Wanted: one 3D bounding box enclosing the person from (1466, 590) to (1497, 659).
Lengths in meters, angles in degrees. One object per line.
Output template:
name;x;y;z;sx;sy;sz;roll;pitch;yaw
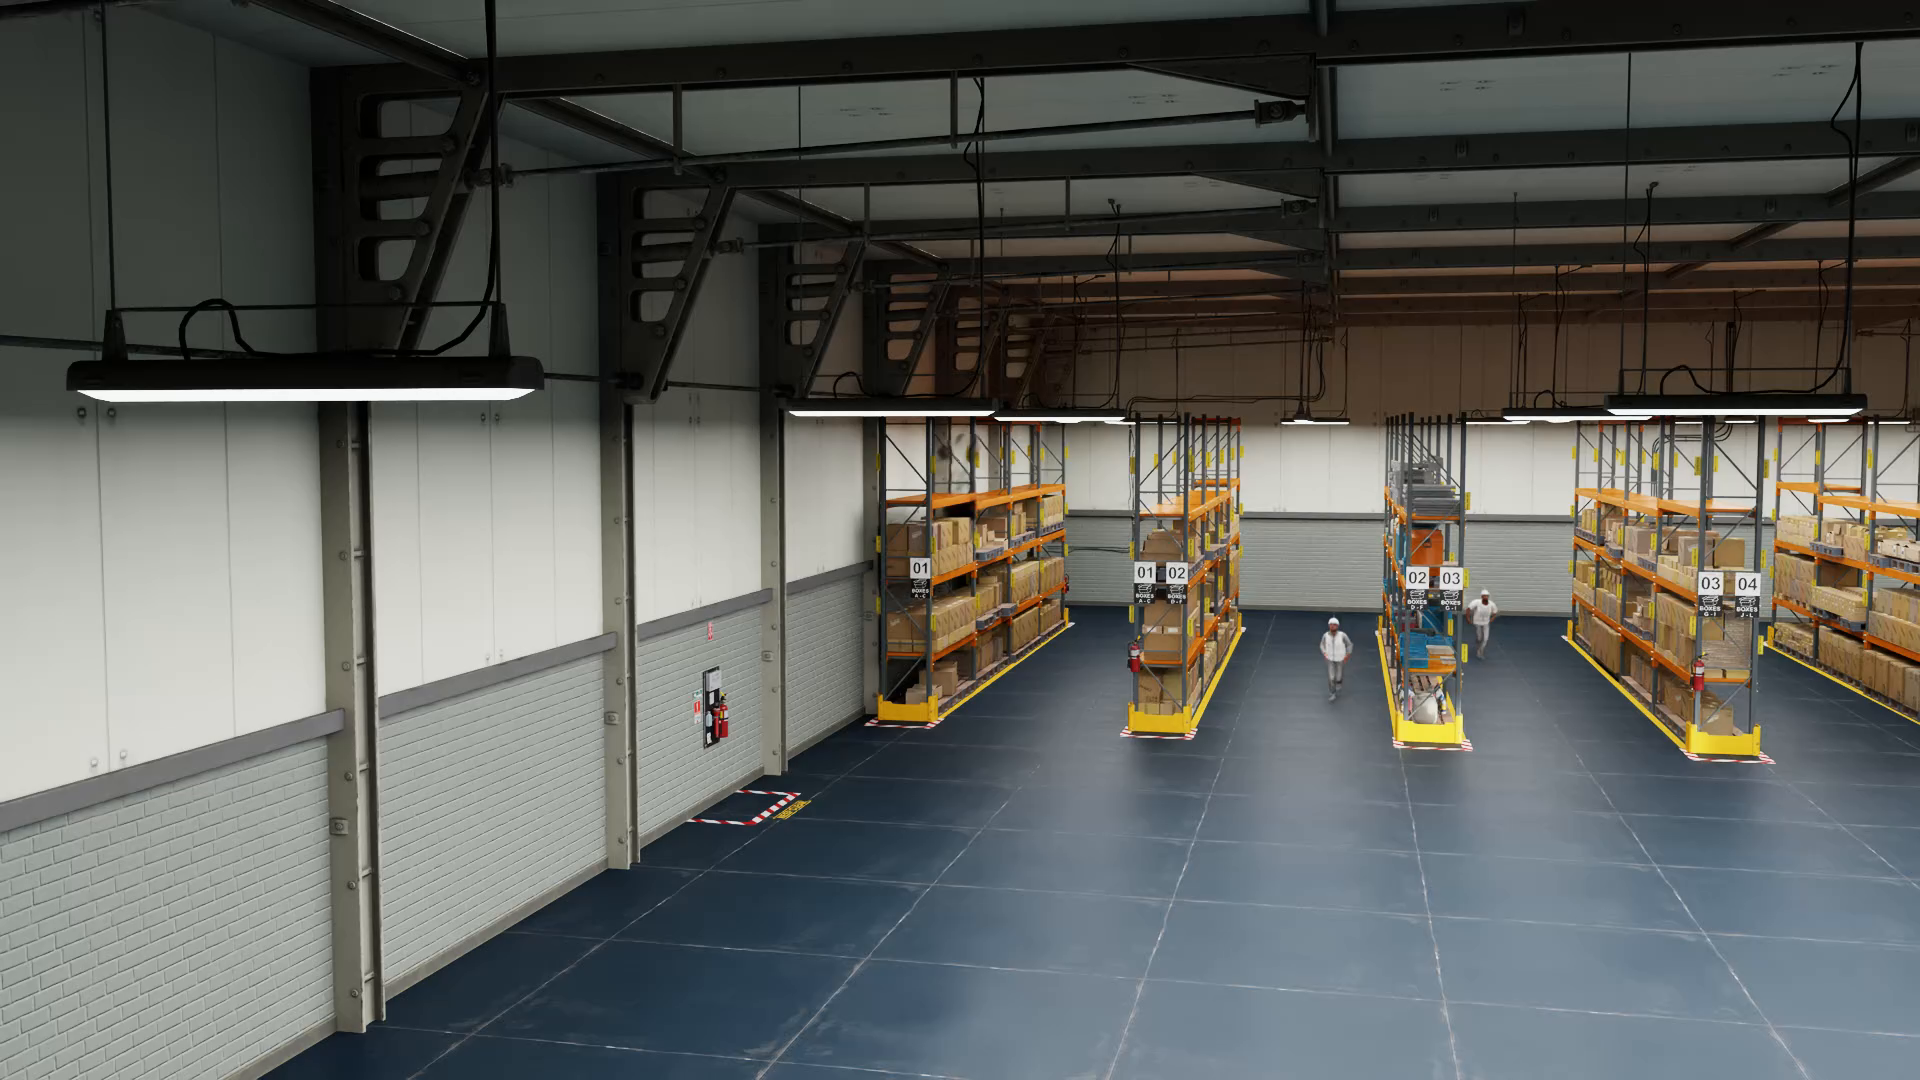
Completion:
person;12.973;2.090;41.343;0.742;1.716;0.695;0;4;5

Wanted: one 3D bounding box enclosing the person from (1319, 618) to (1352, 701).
person;7.878;2.503;34.906;0.674;1.738;0.653;1;4;21
